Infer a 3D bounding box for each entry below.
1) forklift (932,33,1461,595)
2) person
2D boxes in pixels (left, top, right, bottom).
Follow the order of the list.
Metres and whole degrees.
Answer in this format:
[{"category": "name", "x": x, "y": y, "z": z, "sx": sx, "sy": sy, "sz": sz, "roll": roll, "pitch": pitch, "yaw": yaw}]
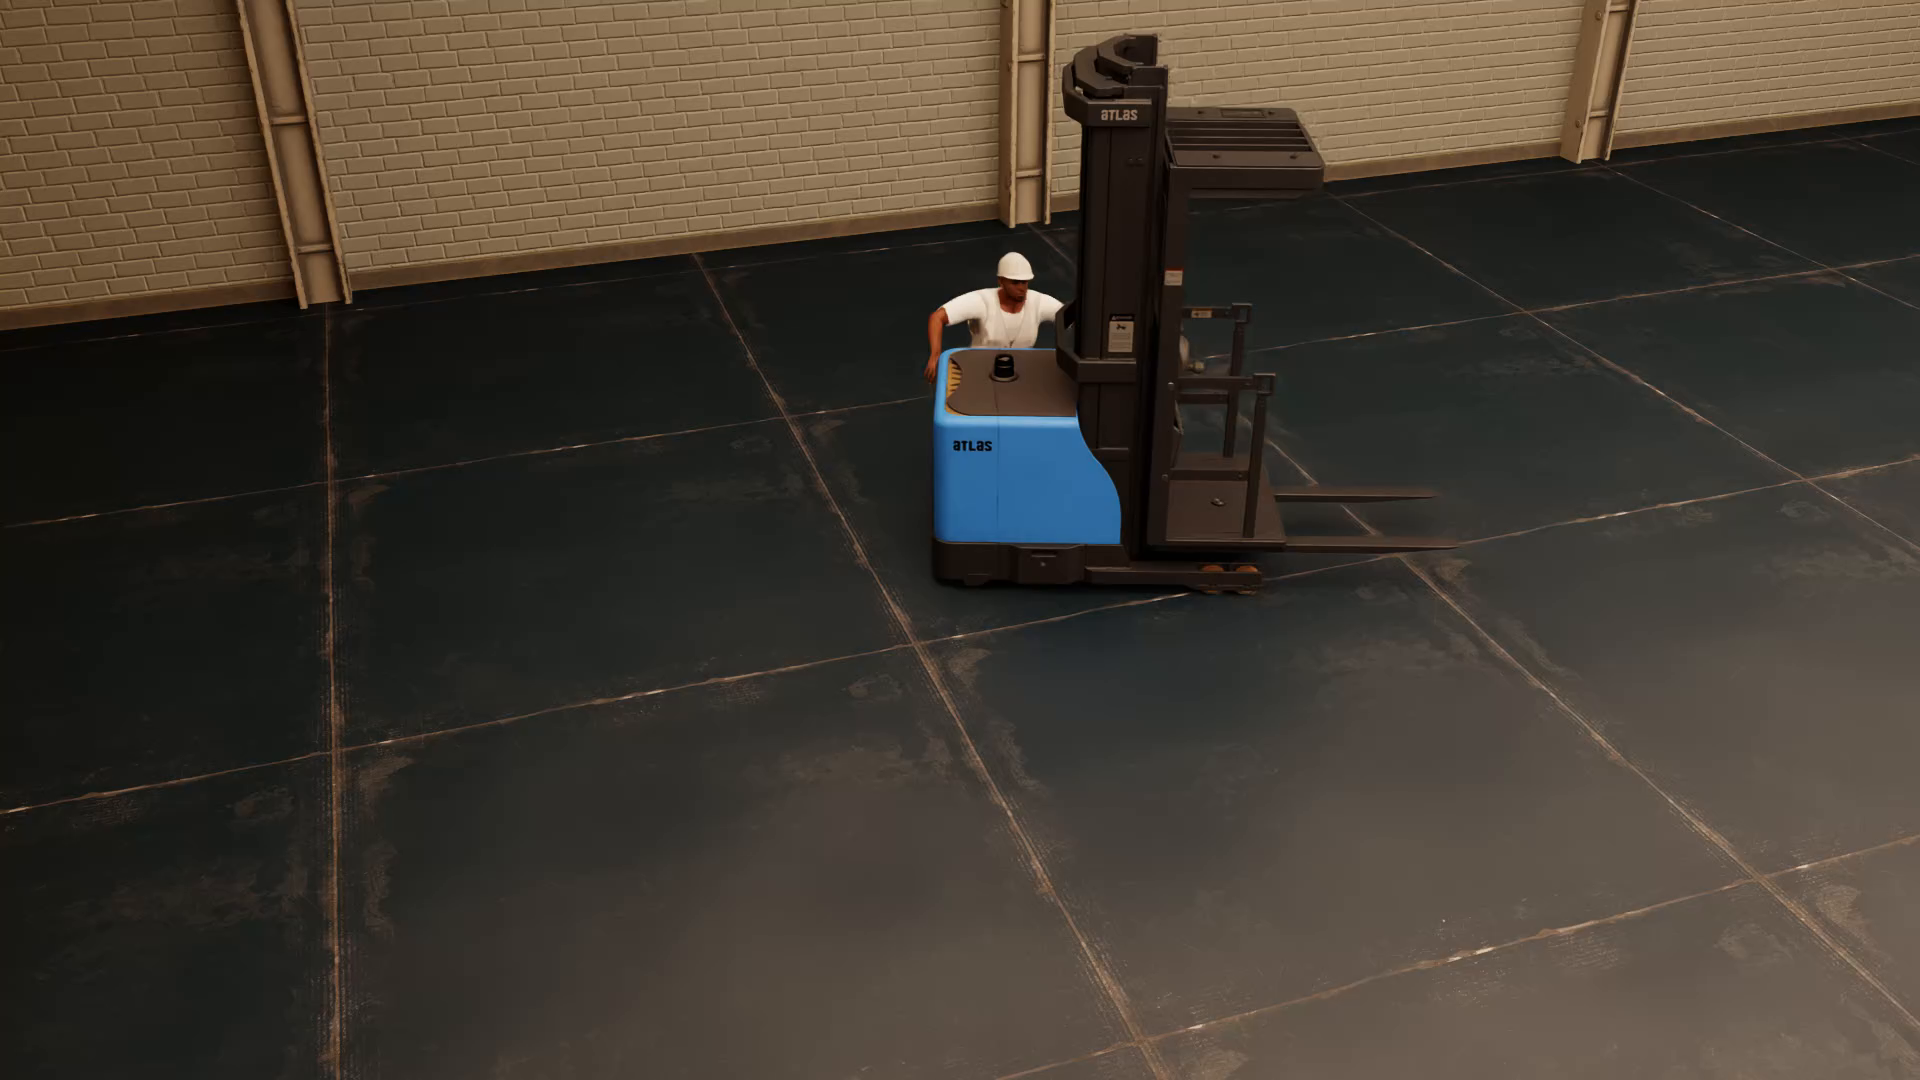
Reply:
[{"category": "forklift", "x": 1.366, "y": -1.227, "z": 9.219, "sx": 3.031, "sy": 2.935, "sz": 1.130, "roll": 1, "pitch": 30, "yaw": 1}, {"category": "person", "x": 0.324, "y": -0.952, "z": 10.122, "sx": 1.108, "sy": 1.492, "sz": 0.866, "roll": -13, "pitch": 32, "yaw": -21}]
